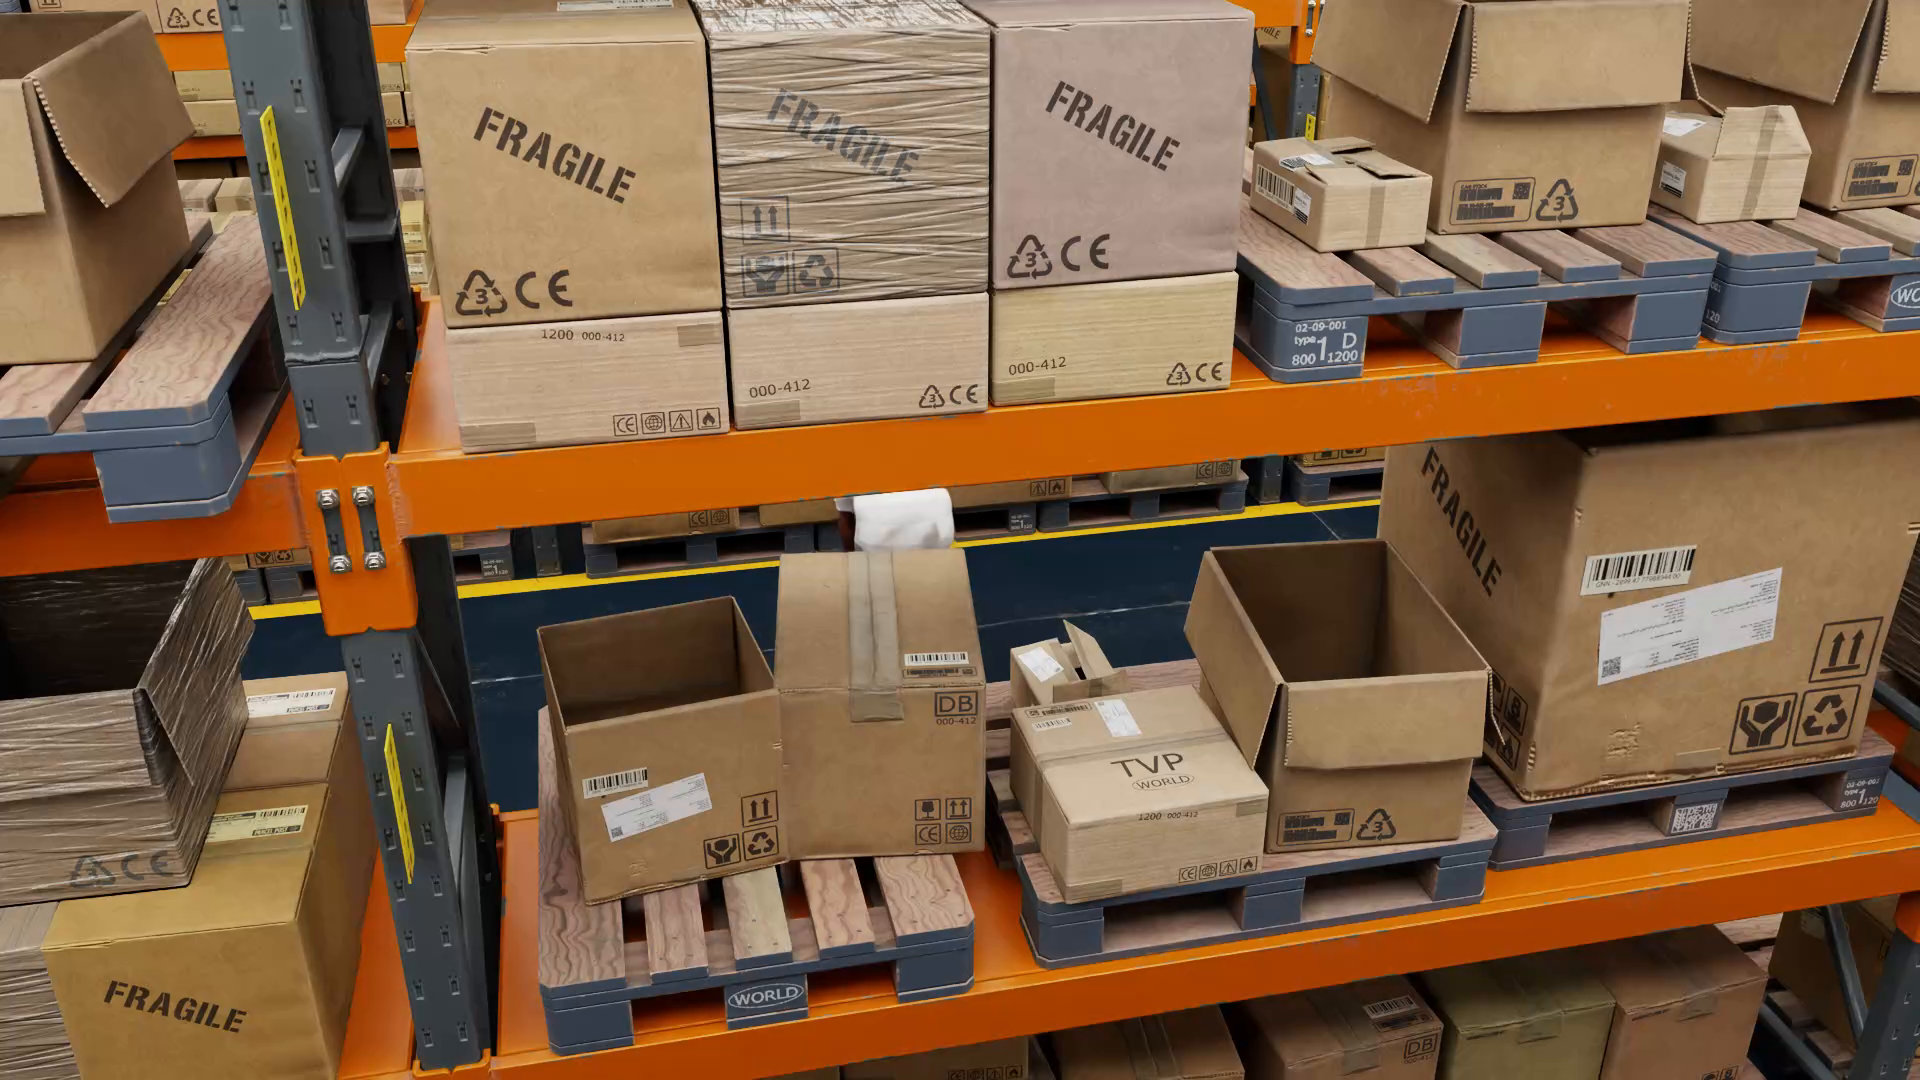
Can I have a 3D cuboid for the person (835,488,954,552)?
[{"bbox_3d":[-0.320,0.017,7.438,0.475,1.420,0.886,-7,27,-13],"label":"person"}]
